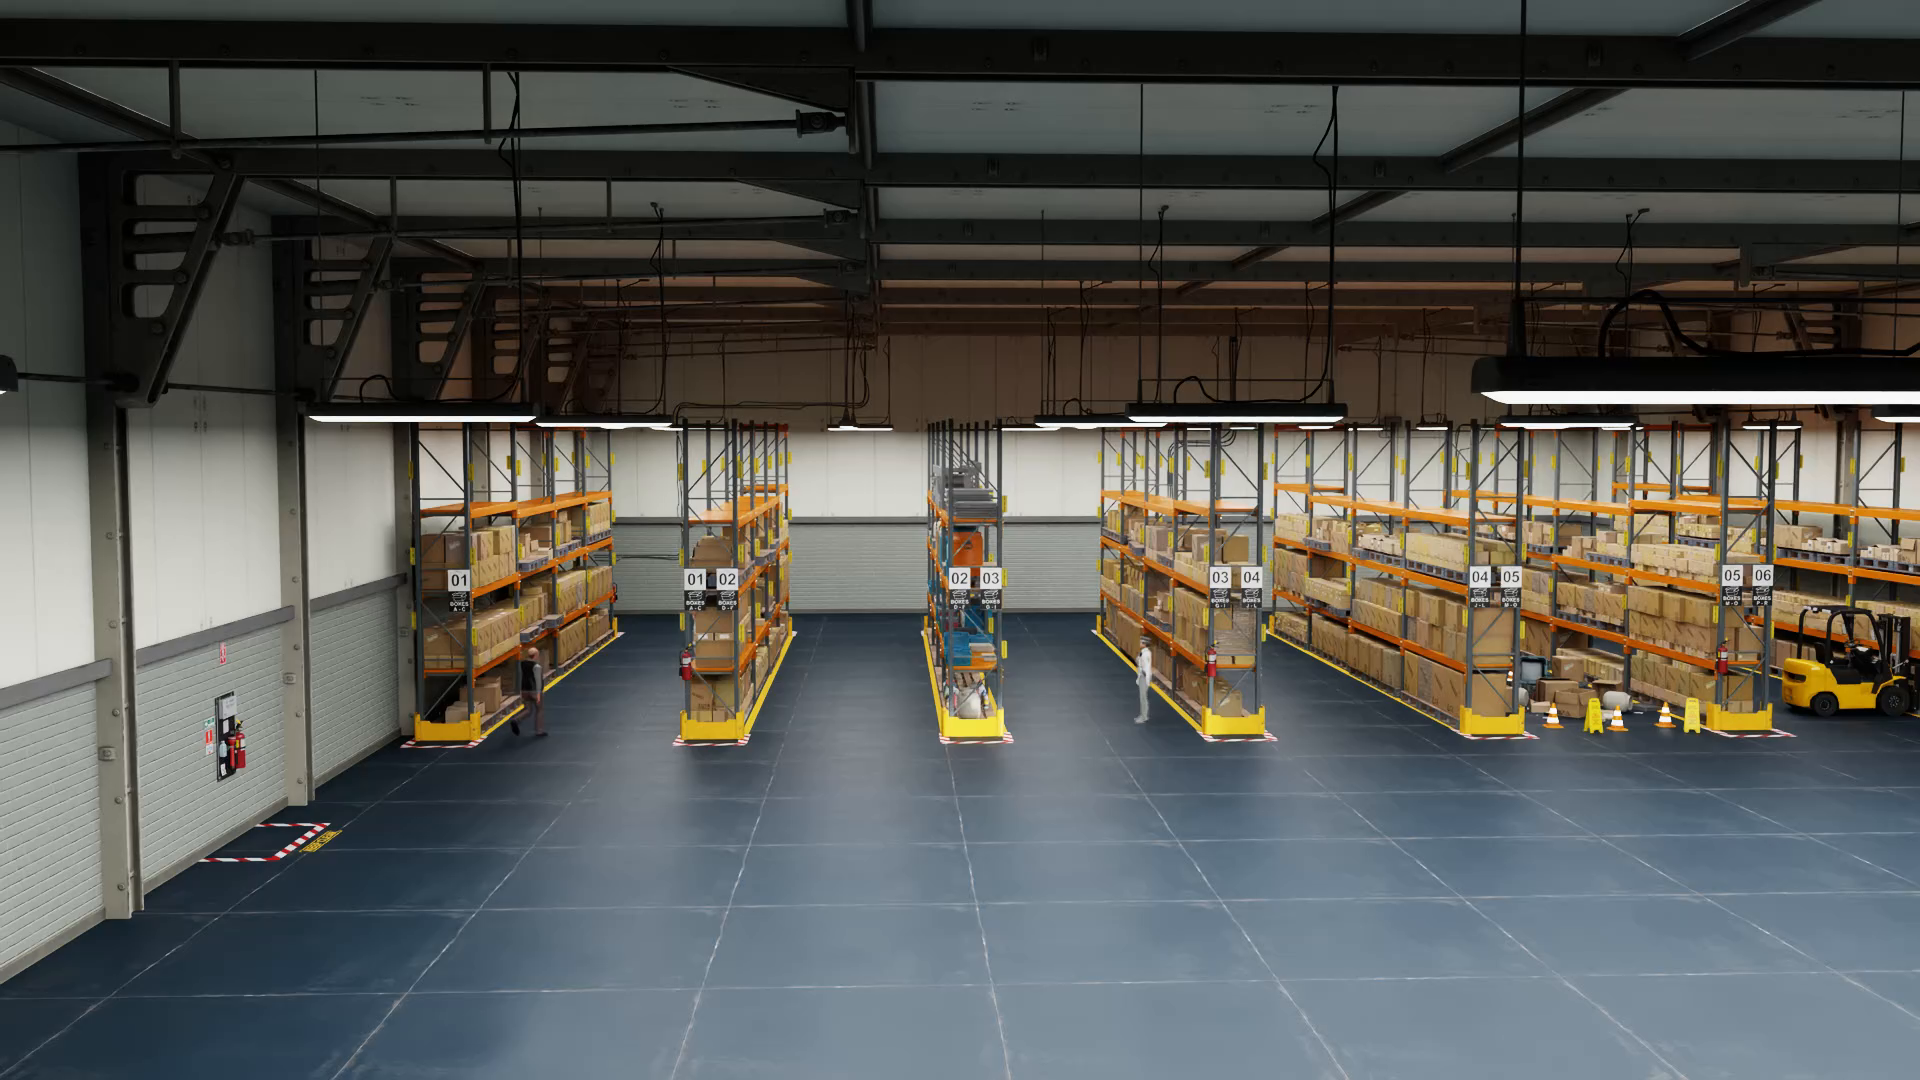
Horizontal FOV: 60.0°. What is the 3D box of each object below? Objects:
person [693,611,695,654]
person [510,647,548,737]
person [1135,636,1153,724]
[{"bbox_3d":[-6.621,2.085,42.882,0.672,1.779,0.547,3,5,39],"label":"person"},{"bbox_3d":[-8.083,2.874,31.243,0.542,1.698,0.763,2,4,29],"label":"person"},{"bbox_3d":[3.646,2.770,33.108,0.380,1.709,0.589,0,4,0],"label":"person"}]
